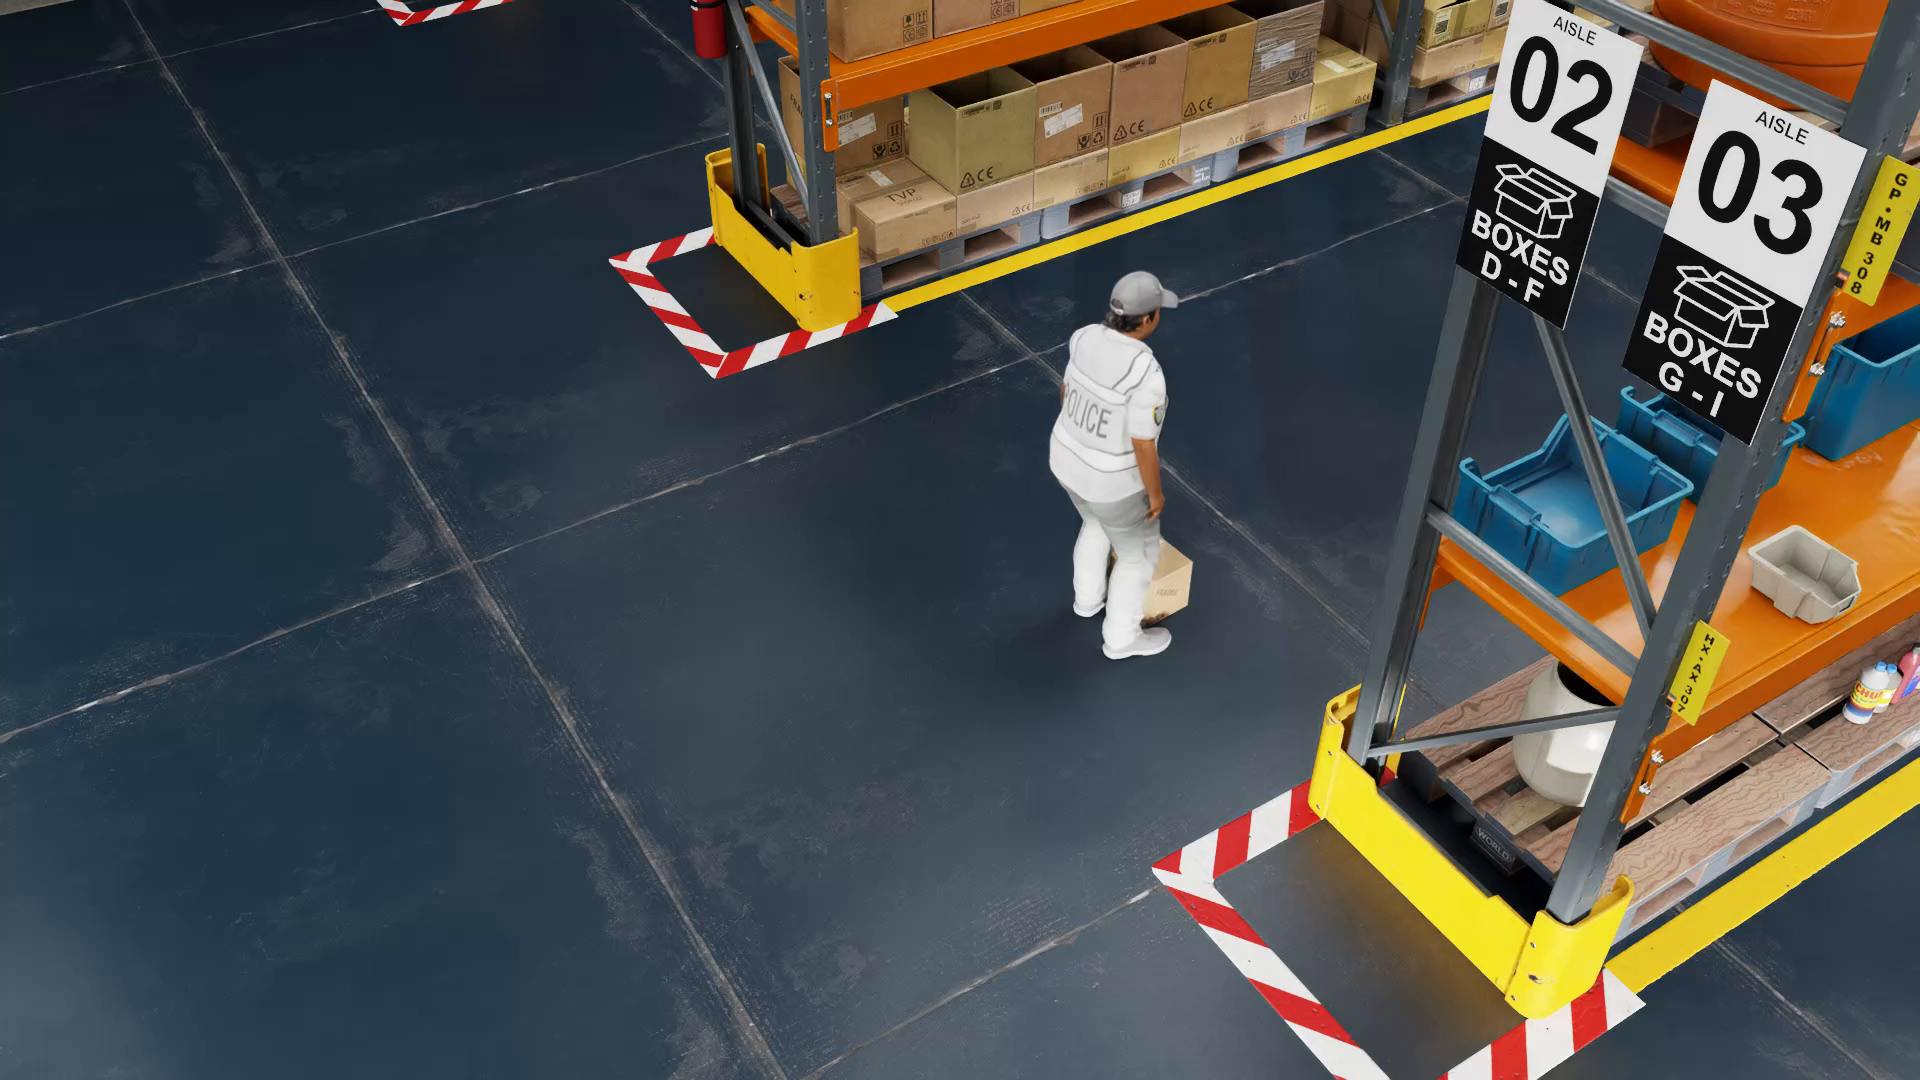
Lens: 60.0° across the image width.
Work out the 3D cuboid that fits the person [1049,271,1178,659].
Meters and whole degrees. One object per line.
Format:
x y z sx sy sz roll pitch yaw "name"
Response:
0.616 -0.281 6.477 0.470 1.664 0.549 -25 47 -26 "person"
